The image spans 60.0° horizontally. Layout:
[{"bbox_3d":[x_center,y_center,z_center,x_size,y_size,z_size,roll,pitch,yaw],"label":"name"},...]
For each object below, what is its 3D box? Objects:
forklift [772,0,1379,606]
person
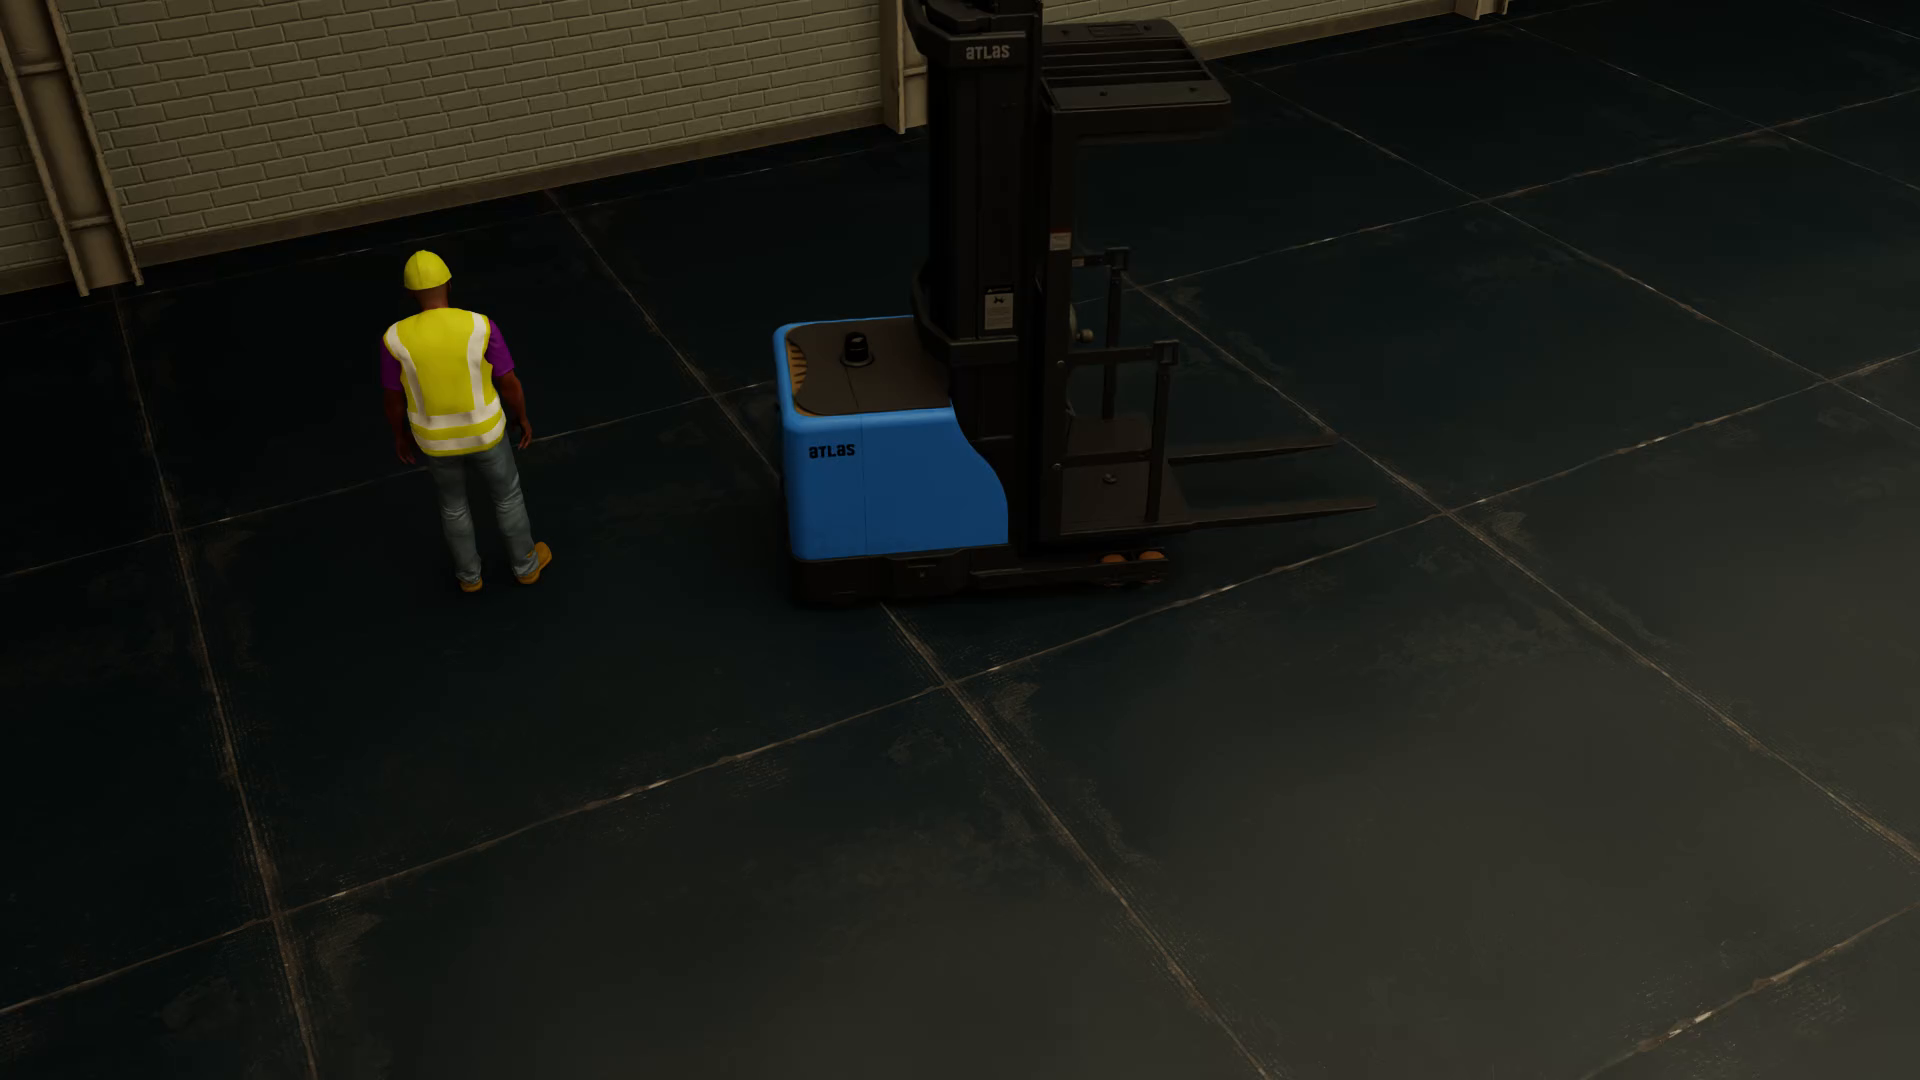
[{"bbox_3d":[0.607,-1.257,7.901,3.031,2.935,1.130,-5,36,-7],"label":"forklift"},{"bbox_3d":[-2.369,-0.534,7.900,0.634,1.756,0.460,-7,36,-10],"label":"person"}]
